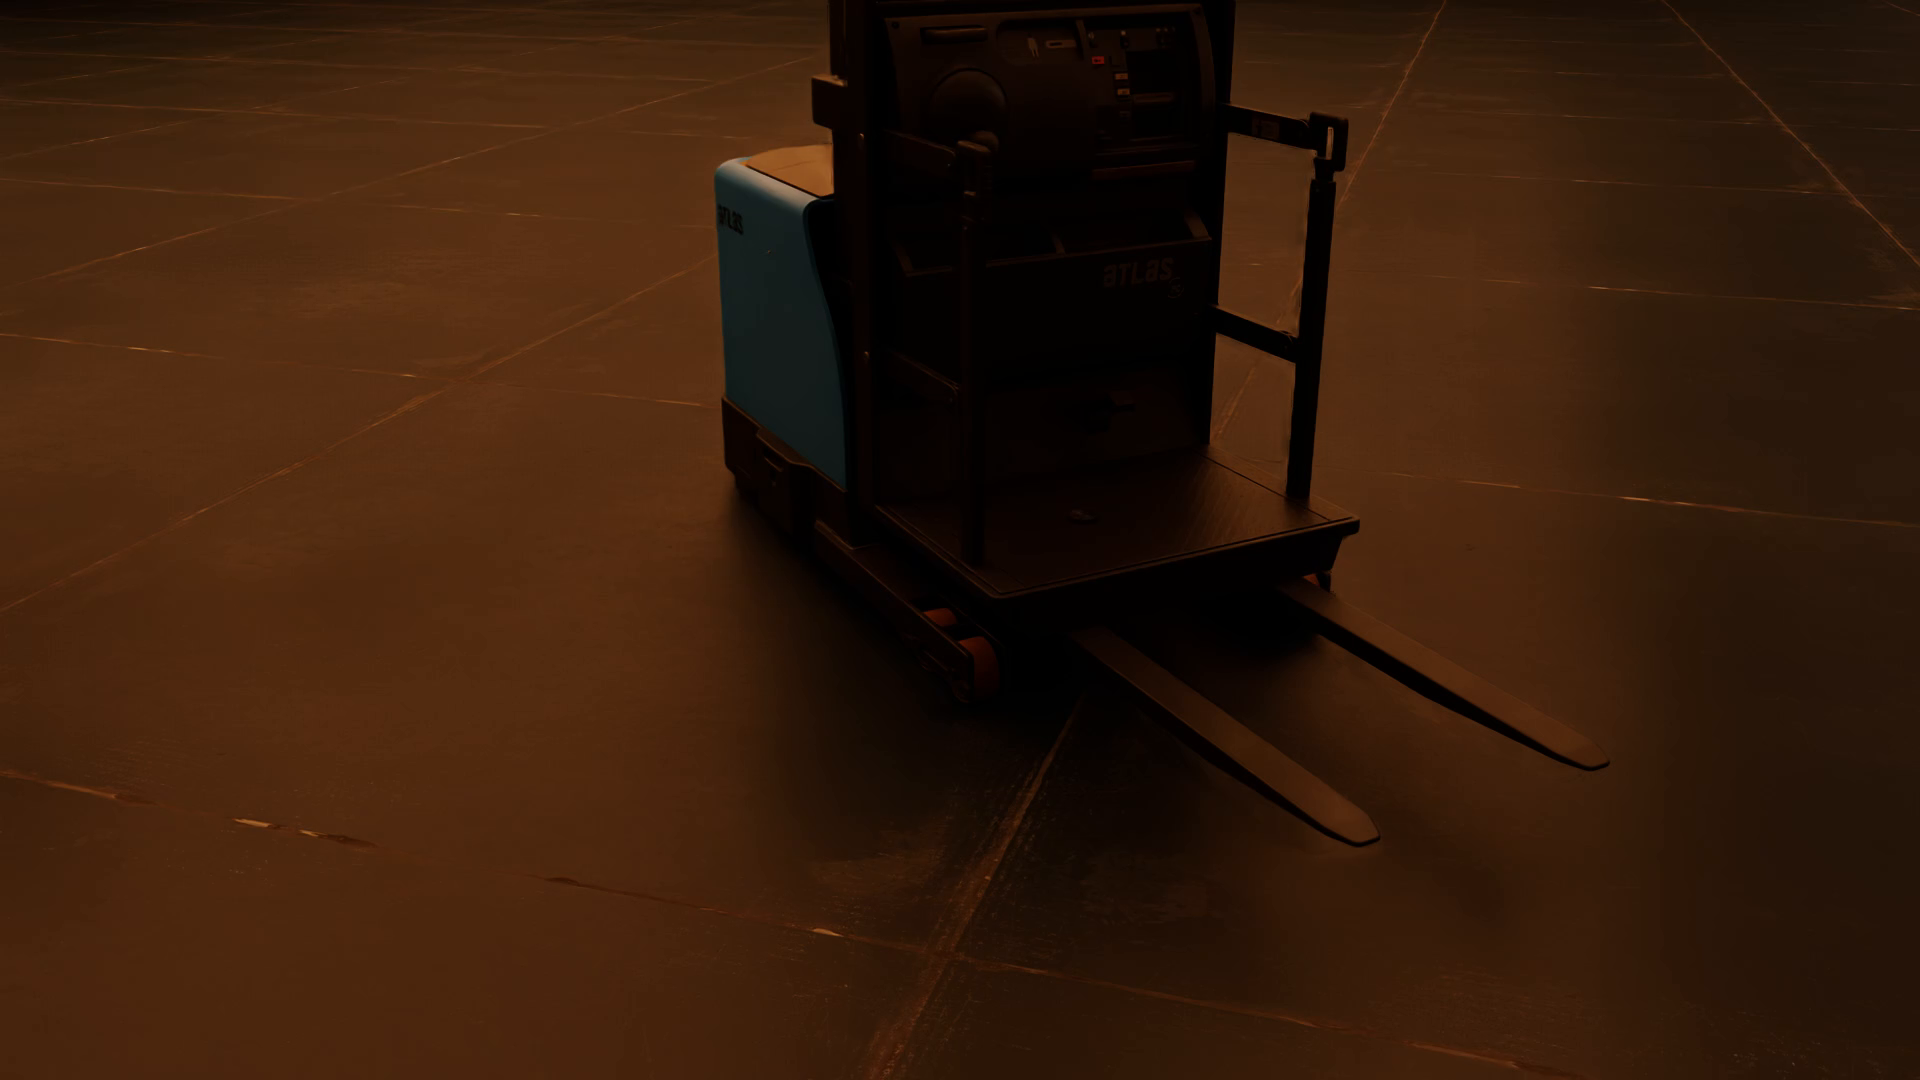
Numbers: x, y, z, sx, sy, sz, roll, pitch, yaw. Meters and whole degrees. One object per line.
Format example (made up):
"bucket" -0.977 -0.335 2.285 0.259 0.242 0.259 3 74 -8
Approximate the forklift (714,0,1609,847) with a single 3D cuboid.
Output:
"forklift" 0.345 -1.143 4.049 1.130 2.935 3.031 -11 25 -25
